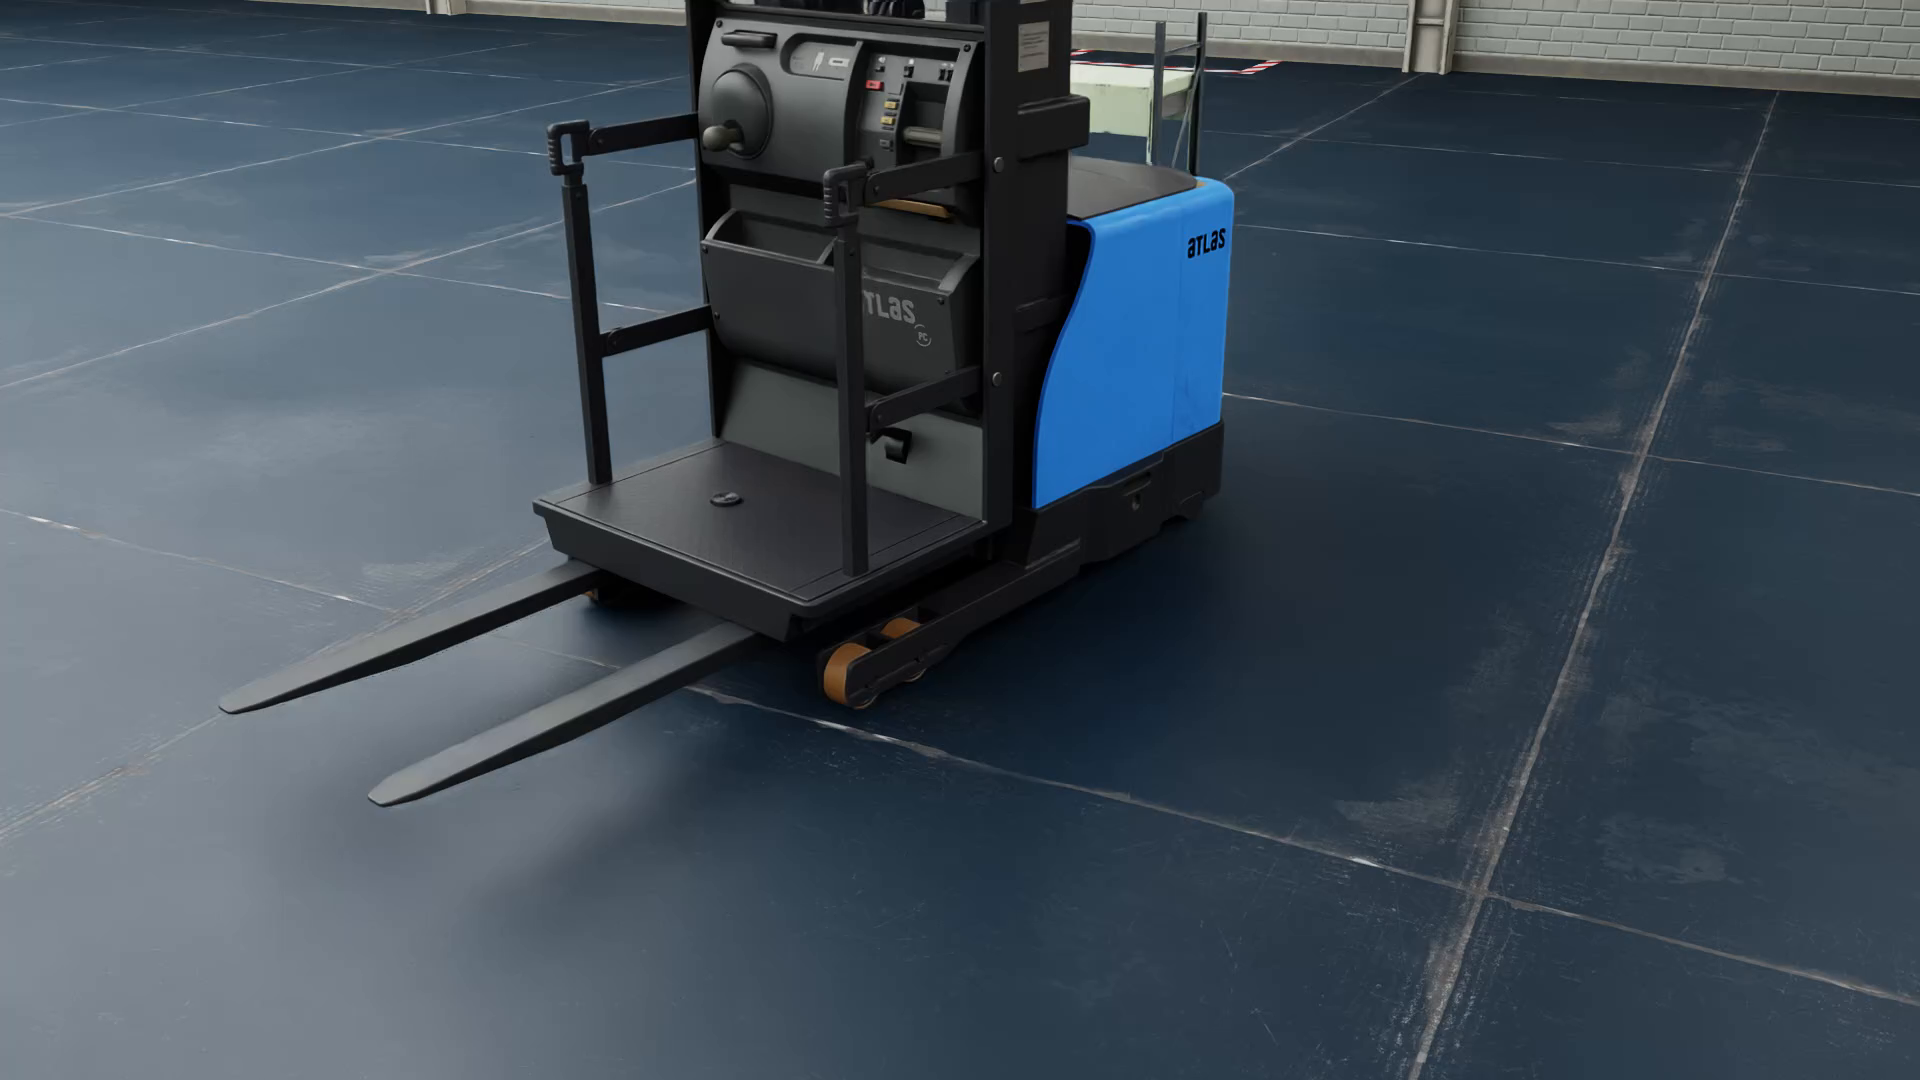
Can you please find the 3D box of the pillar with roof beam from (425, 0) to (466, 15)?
[{"bbox_3d":[-8.278,-9.148,15.263,0.400,9.000,9.100,11,25,25],"label":"pillar with roof beam"}]

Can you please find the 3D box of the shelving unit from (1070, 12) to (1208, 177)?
[{"bbox_3d":[0.408,-1.091,5.900,0.755,1.500,0.431,12,26,27],"label":"shelving unit"}]

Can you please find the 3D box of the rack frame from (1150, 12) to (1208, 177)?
[{"bbox_3d":[0.728,-1.022,5.736,0.023,1.500,0.400,12,26,27],"label":"rack frame"}]

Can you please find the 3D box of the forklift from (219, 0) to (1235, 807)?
[{"bbox_3d":[-0.470,-1.139,4.182,1.130,2.935,3.031,18,29,36],"label":"forklift"}]

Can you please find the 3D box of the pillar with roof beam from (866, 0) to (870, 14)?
[{"bbox_3d":[-2.923,-8.089,12.772,0.400,9.000,9.100,11,25,25],"label":"pillar with roof beam"}]

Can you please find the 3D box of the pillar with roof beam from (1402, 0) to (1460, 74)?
[{"bbox_3d":[2.431,-7.029,10.280,0.400,9.000,9.100,11,25,25],"label":"pillar with roof beam"}]

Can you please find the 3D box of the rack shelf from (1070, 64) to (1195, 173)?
[{"bbox_3d":[0.408,-1.451,5.747,0.720,0.370,0.431,12,26,27],"label":"rack shelf"}]
